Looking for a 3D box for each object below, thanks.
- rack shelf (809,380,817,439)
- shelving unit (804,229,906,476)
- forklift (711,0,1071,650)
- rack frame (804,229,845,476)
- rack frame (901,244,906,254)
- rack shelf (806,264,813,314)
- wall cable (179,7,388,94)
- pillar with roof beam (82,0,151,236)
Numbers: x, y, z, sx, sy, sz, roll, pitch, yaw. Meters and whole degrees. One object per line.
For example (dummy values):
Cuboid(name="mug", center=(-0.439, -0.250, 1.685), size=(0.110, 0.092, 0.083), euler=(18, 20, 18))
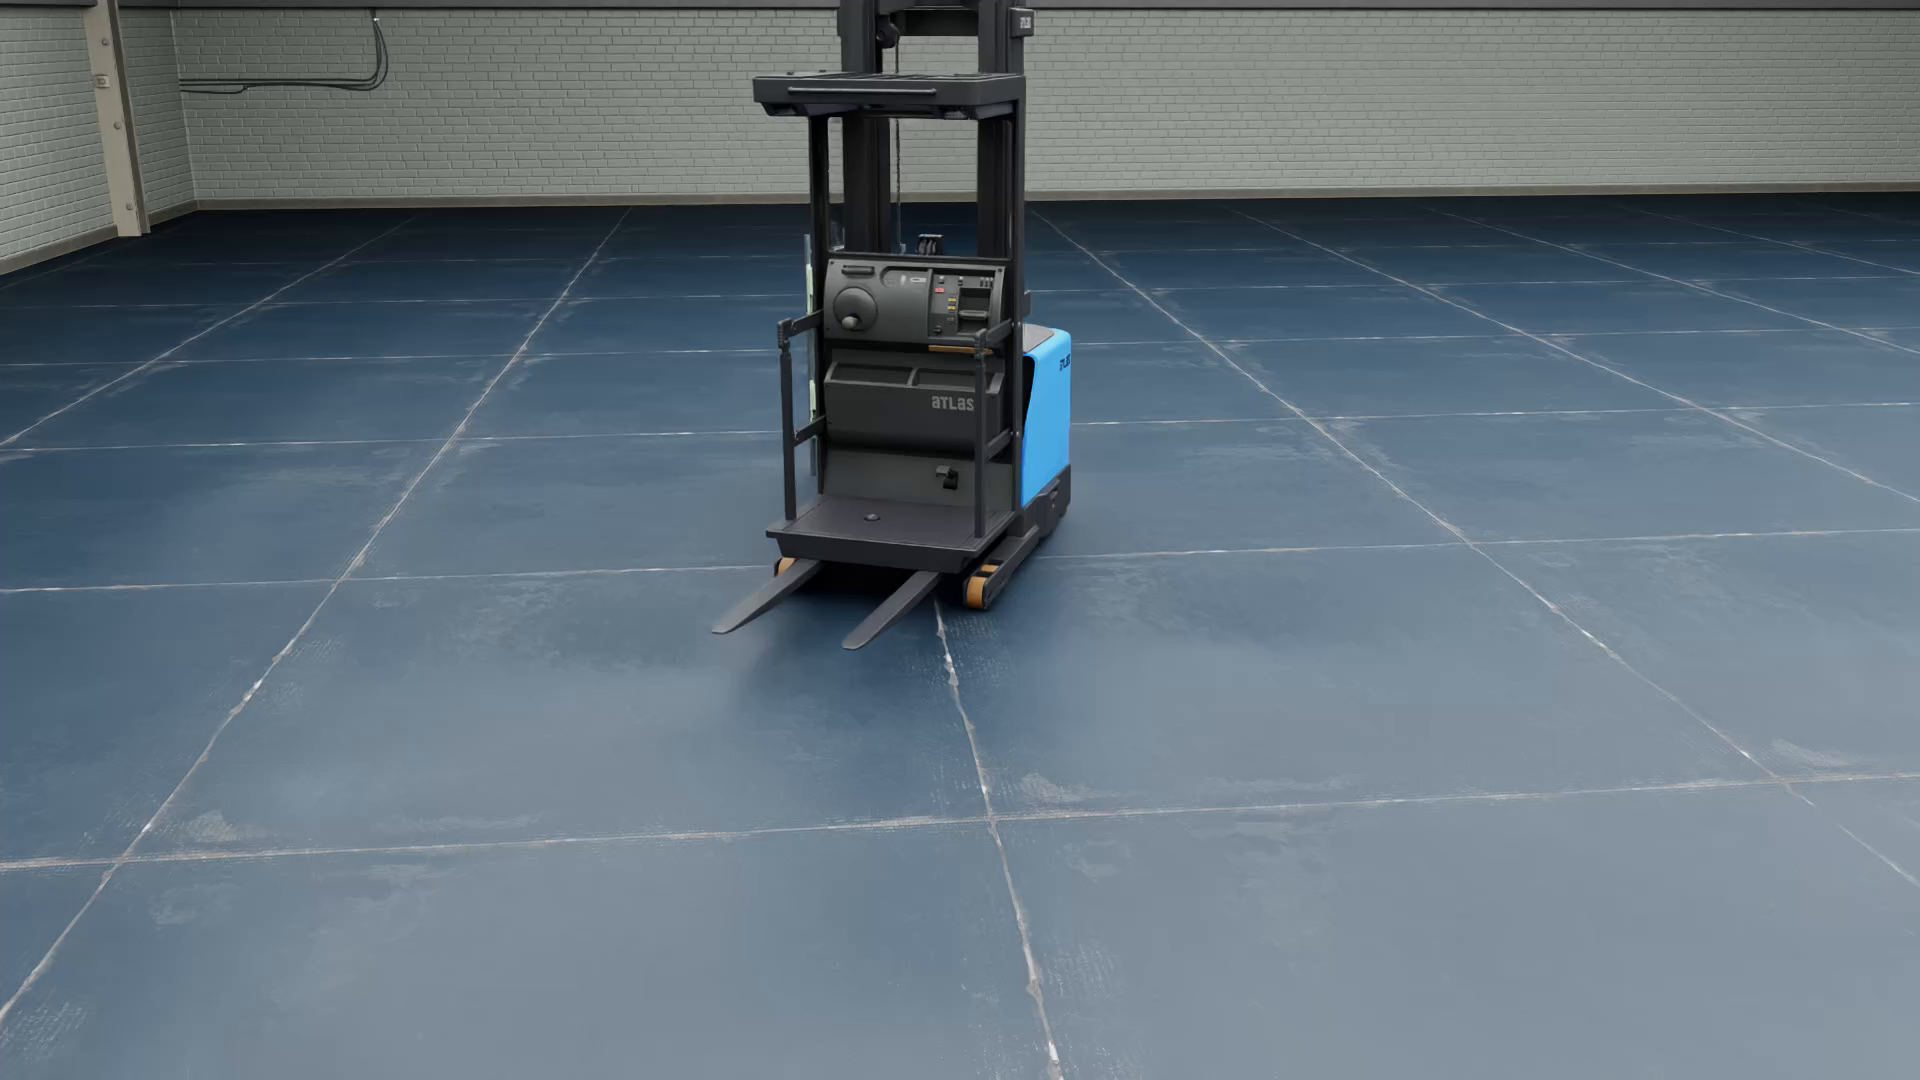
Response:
Cuboid(name="rack shelf", center=(-0.519, -0.794, 10.291), size=(0.720, 0.370, 0.431), euler=(13, 21, 35))
Cuboid(name="shelving unit", center=(-0.519, -1.105, 10.193), size=(0.755, 1.500, 0.431), euler=(13, 21, 35))
Cuboid(name="forklift", center=(-0.295, -1.191, 8.076), size=(1.130, 2.935, 3.031), euler=(5, 18, 17))
Cuboid(name="rack frame", center=(-0.813, -1.171, 10.402), size=(0.023, 1.500, 0.400), euler=(13, 21, 35))
Cuboid(name="rack frame", center=(-0.225, -1.040, 9.985), size=(0.023, 1.500, 0.400), euler=(13, 21, 35))
Cuboid(name="rack shelf", center=(-0.519, -1.477, 10.076), size=(0.720, 0.370, 0.431), euler=(13, 21, 35))
Cuboid(name="wall cable", center=(-9.994, -7.800, 24.183), size=(3.097, 2.526, 0.112), euler=(-2, 18, -6))
Cuboid(name="pillar with roof beam", center=(-6.724, -8.496, 21.215), size=(9.100, 9.000, 0.400), euler=(-2, 18, -6))
